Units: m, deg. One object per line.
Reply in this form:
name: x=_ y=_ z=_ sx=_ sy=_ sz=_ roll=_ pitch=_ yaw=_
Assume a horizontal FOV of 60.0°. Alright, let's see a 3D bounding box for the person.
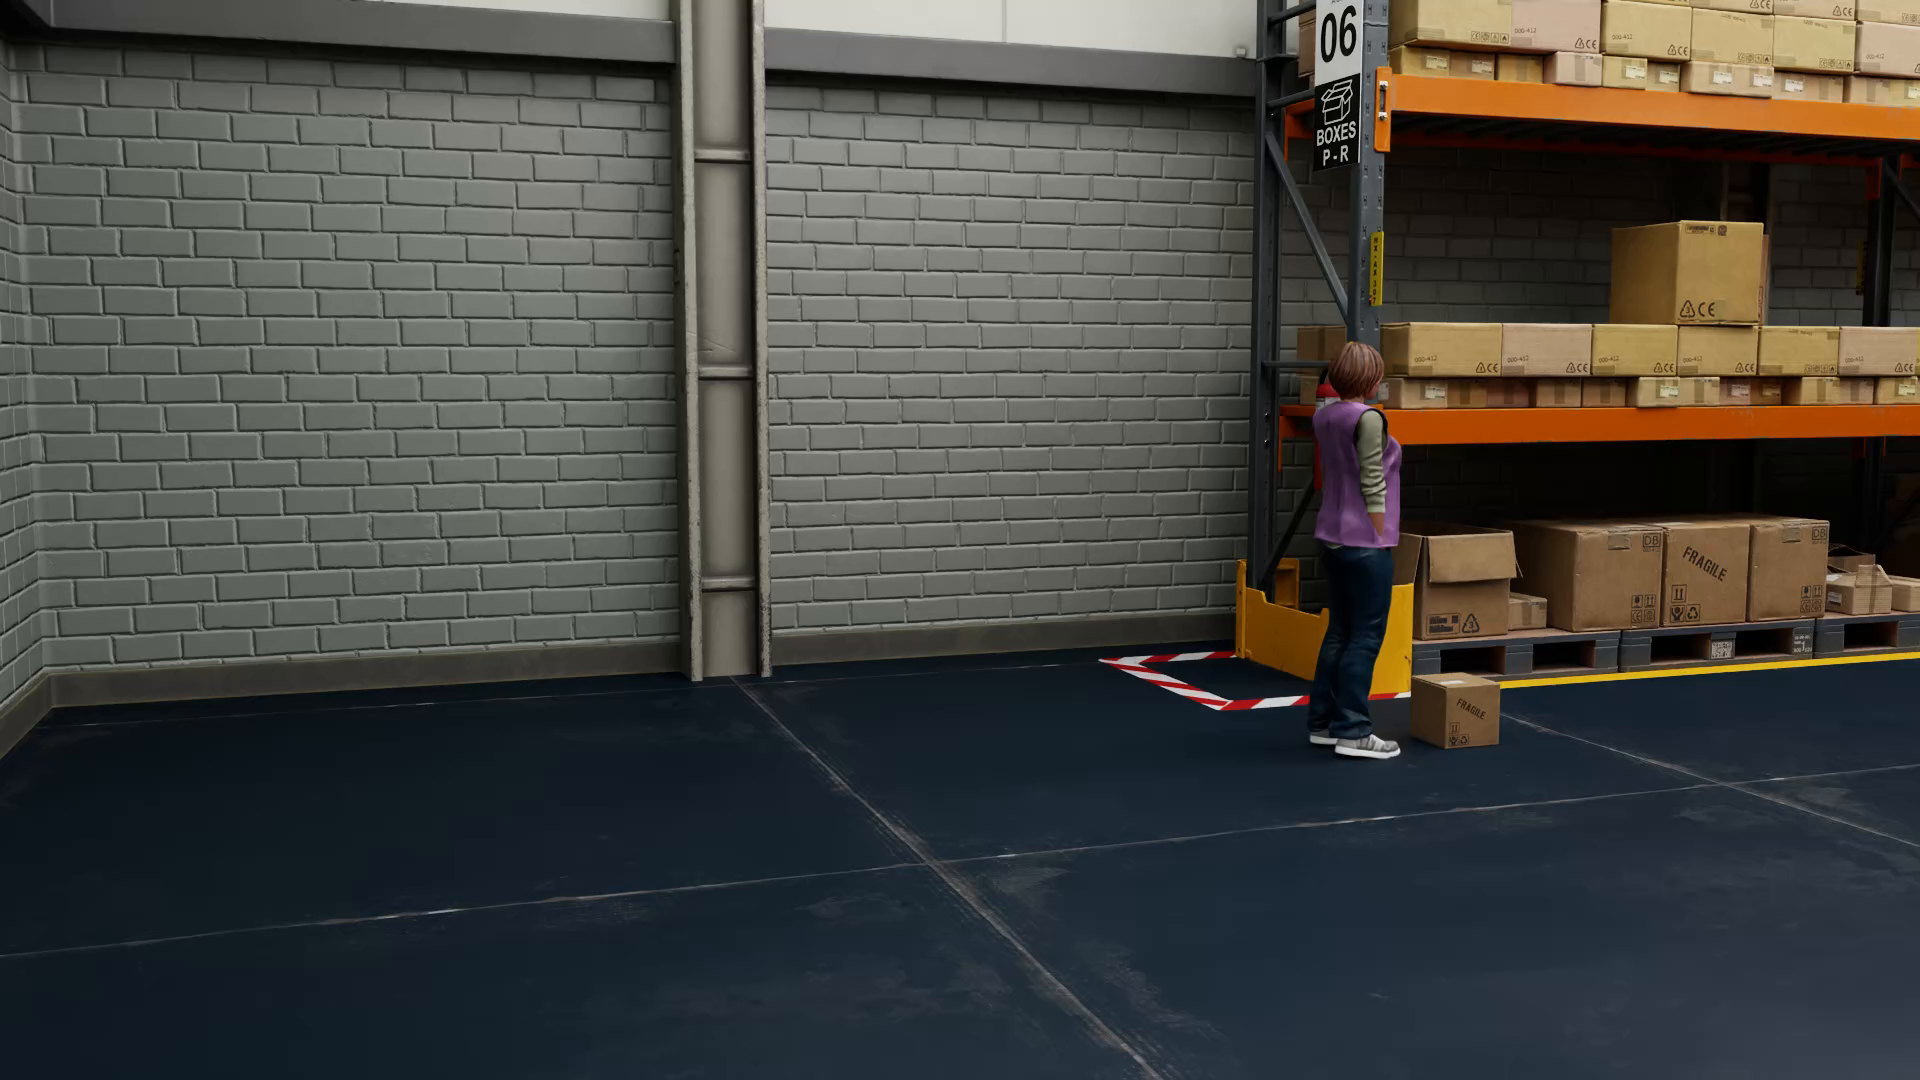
person: x=1.538 y=0.040 z=6.482 sx=0.300 sy=1.589 sz=0.405 roll=-2 pitch=6 yaw=-17
